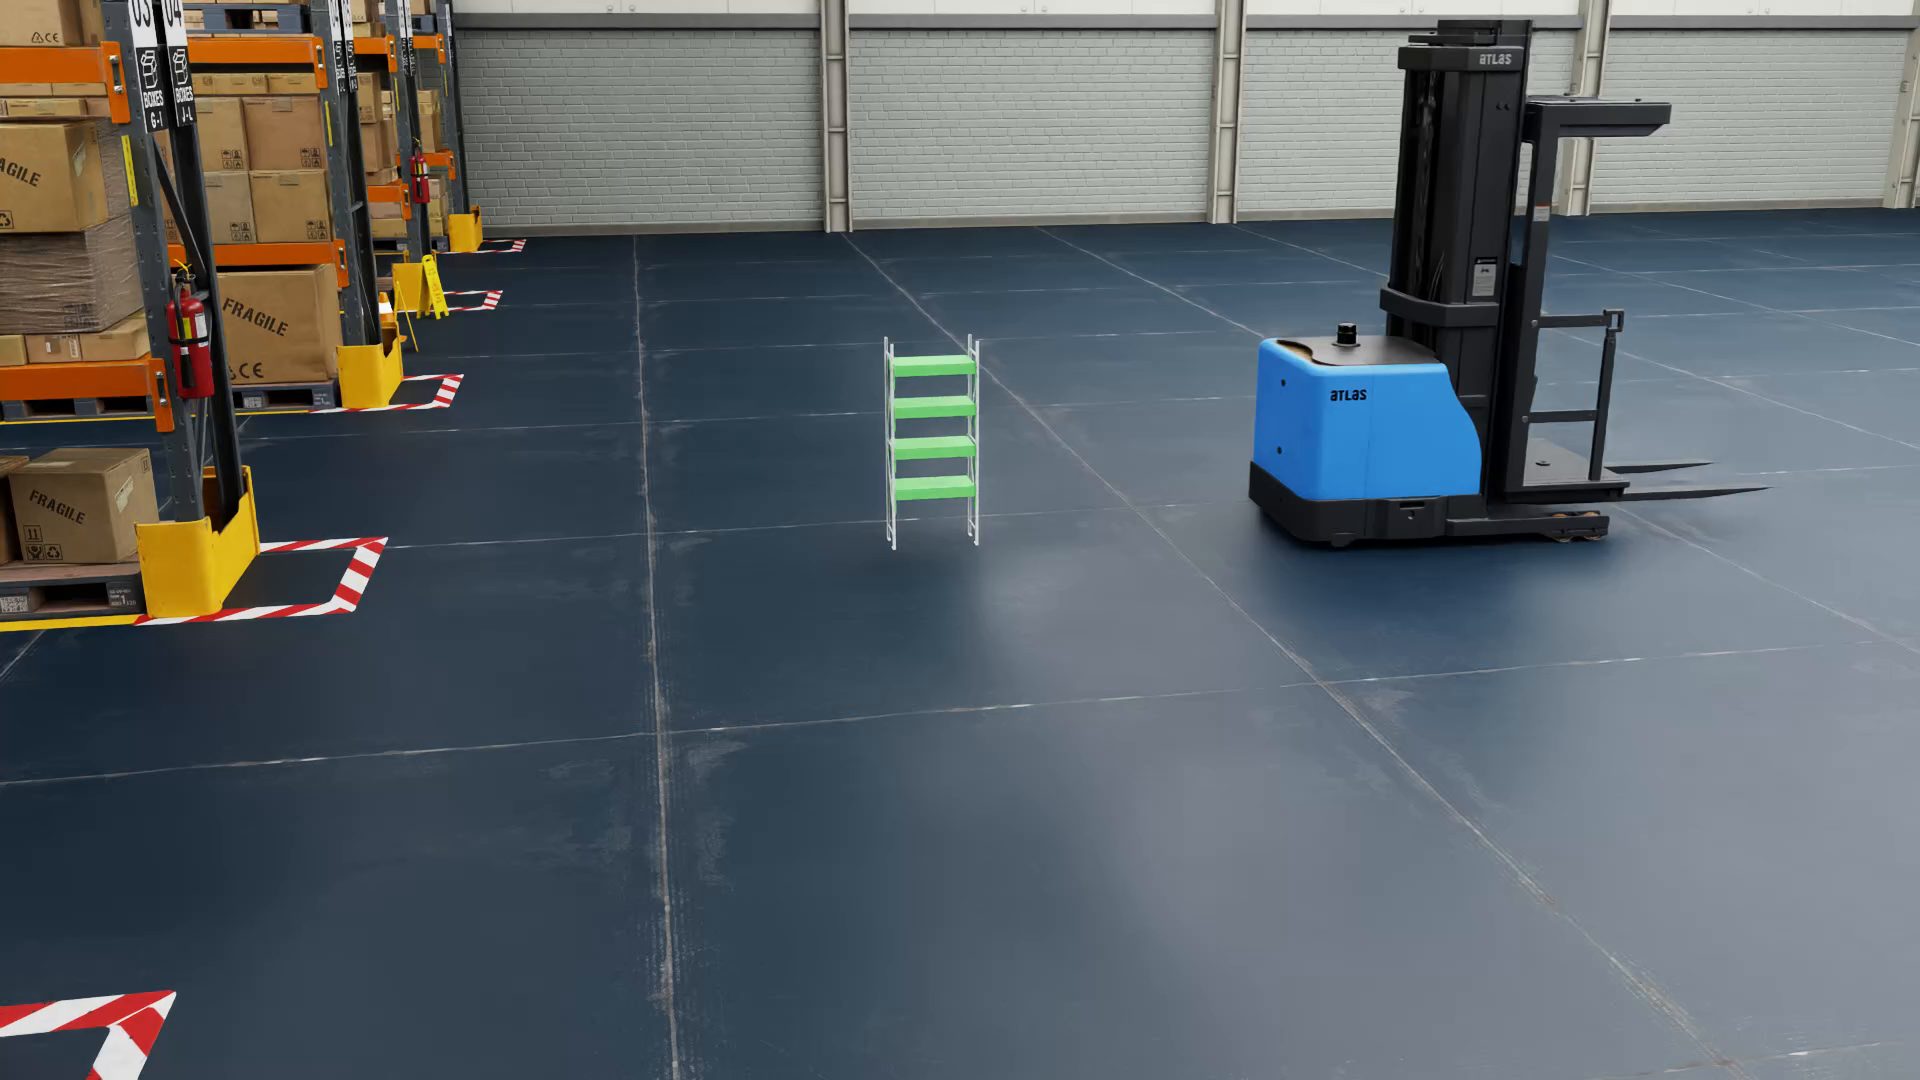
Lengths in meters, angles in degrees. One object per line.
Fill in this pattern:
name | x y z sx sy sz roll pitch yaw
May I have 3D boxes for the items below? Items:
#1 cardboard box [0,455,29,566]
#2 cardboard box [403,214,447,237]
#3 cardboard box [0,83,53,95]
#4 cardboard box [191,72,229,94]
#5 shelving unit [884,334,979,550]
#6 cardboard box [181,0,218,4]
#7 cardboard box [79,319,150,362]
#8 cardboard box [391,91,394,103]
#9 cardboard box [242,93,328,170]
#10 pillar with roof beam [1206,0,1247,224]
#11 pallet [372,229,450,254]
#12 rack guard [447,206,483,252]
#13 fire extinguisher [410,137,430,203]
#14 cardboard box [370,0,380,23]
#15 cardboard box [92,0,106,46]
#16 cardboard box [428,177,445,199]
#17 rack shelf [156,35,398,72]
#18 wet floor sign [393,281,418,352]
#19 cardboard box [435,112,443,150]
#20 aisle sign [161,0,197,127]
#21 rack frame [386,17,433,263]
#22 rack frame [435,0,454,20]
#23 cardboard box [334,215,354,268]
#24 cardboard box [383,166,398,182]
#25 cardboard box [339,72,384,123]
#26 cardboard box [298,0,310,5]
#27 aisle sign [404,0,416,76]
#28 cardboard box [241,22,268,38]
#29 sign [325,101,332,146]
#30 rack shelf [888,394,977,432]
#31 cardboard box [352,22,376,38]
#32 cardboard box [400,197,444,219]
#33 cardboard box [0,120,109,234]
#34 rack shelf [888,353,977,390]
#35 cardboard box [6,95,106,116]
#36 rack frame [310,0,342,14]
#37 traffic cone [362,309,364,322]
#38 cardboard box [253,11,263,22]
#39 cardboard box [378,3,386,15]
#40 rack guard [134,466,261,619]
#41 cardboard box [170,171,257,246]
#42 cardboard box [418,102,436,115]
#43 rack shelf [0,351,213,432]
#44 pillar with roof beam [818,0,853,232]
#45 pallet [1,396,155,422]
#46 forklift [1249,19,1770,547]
cardboard box | -5.227 -0.143 8.712 0.500 0.500 0.500 1 17 4
cardboard box | -7.257 -4.267 22.564 0.500 0.250 0.500 -3 17 -10
cardboard box | -9.364 -4.475 16.892 0.500 0.500 0.700 -3 17 -11
cardboard box | -7.866 -4.572 17.209 0.500 0.500 0.700 -3 17 -11
shelving unit | -0.163 -0.564 9.606 0.503 1.200 0.258 -3 17 -10
cardboard box | -5.634 -4.064 12.368 0.250 0.149 0.380 -3 17 -10
cardboard box | -4.271 -1.015 8.436 0.250 0.149 0.380 -3 17 -10
cardboard box | -7.403 -5.895 22.114 0.250 0.149 0.380 -3 17 -10
cardboard box | -5.244 -3.225 13.107 0.550 0.550 0.875 -3 17 -10
pillar with roof beam | 4.889 -8.014 20.578 0.400 9.000 9.100 -3 17 -10
pallet | -7.598 -4.111 22.835 1.213 0.211 1.003 -3 17 -10
rack guard | -6.832 -4.305 22.975 0.348 0.500 1.175 -3 17 -10
fire extinguisher | -5.710 -3.904 17.545 0.183 0.674 0.296 -3 17 -10
cardboard box | -6.454 -5.621 17.643 0.500 0.250 0.500 -4 17 -11
cardboard box | -4.552 -2.621 8.381 0.500 0.250 0.500 -3 17 -9
cardboard box | -7.248 -4.747 22.423 0.500 0.250 0.500 -3 17 -9
rack shelf | -7.874 -5.046 17.248 4.000 0.370 1.077 -3 17 -10
wet floor sign | -5.219 -2.093 15.527 0.232 0.644 0.267 -6 18 -20
cardboard box | -7.395 -5.598 22.760 0.500 0.500 0.500 -3 17 -9
aisle sign | -4.026 -2.543 8.556 0.004 0.787 0.394 -3 17 -10
rack frame | -5.910 -4.067 17.946 0.127 3.000 1.000 -3 17 -10
rack frame | -6.855 -8.366 21.723 0.127 3.000 1.000 -3 17 -10
cardboard box | -6.647 -3.193 17.788 0.500 0.500 0.500 -3 17 -10
cardboard box | -6.283 -3.988 18.115 0.250 0.149 0.380 -3 17 -10
cardboard box | -6.370 -4.644 17.443 0.500 0.500 0.700 -4 17 -12
cardboard box | -5.269 -4.282 13.077 0.250 0.149 0.380 -3 17 -10
aisle sign | -5.908 -5.403 17.866 0.004 0.787 0.394 -3 17 -10
cardboard box | -7.210 -5.230 17.050 0.250 0.149 0.380 -3 17 -11
sign | -4.783 -3.156 12.602 0.005 0.325 0.100 -3 17 -10
rack shelf | -0.163 -0.733 9.554 0.480 0.148 0.258 -3 17 -10
cardboard box | -6.207 -5.281 17.215 0.250 0.149 0.380 -3 17 -10
cardboard box | -7.274 -4.506 22.491 0.500 0.250 0.500 -3 17 -11
cardboard box | -4.523 -1.777 8.108 0.500 0.500 0.500 -3 17 -10
rack shelf | -0.163 -0.962 9.483 0.480 0.148 0.258 -3 17 -10
cardboard box | -6.837 -3.108 12.728 0.500 0.550 0.875 -3 17 -10
rack frame | -4.872 -5.514 12.437 0.127 3.000 1.000 -3 17 -10
traffic cone | -6.088 -2.459 17.030 0.334 0.463 0.336 -3 17 -10
cardboard box | -7.364 -5.408 16.949 0.500 0.250 0.500 -3 17 -9
cardboard box | -7.611 -6.927 21.689 0.250 0.149 0.380 -4 17 -12
rack guard | -4.105 -0.012 8.998 0.348 0.500 1.175 -3 17 -10
cardboard box | -5.763 -2.647 13.066 0.550 0.550 0.875 -3 17 -10
cardboard box | -7.143 -5.756 22.168 0.250 0.149 0.380 -3 17 -10
rack shelf | -5.994 -0.755 8.388 4.000 0.370 1.077 -3 17 -10
pillar with roof beam | -1.002 -7.680 19.490 0.400 9.000 9.100 -3 17 -10
pallet | -6.837 -1.179 13.291 1.213 0.211 1.003 -3 17 -10
forklift | 3.373 -1.539 9.829 3.031 2.935 1.130 -3 17 -8
